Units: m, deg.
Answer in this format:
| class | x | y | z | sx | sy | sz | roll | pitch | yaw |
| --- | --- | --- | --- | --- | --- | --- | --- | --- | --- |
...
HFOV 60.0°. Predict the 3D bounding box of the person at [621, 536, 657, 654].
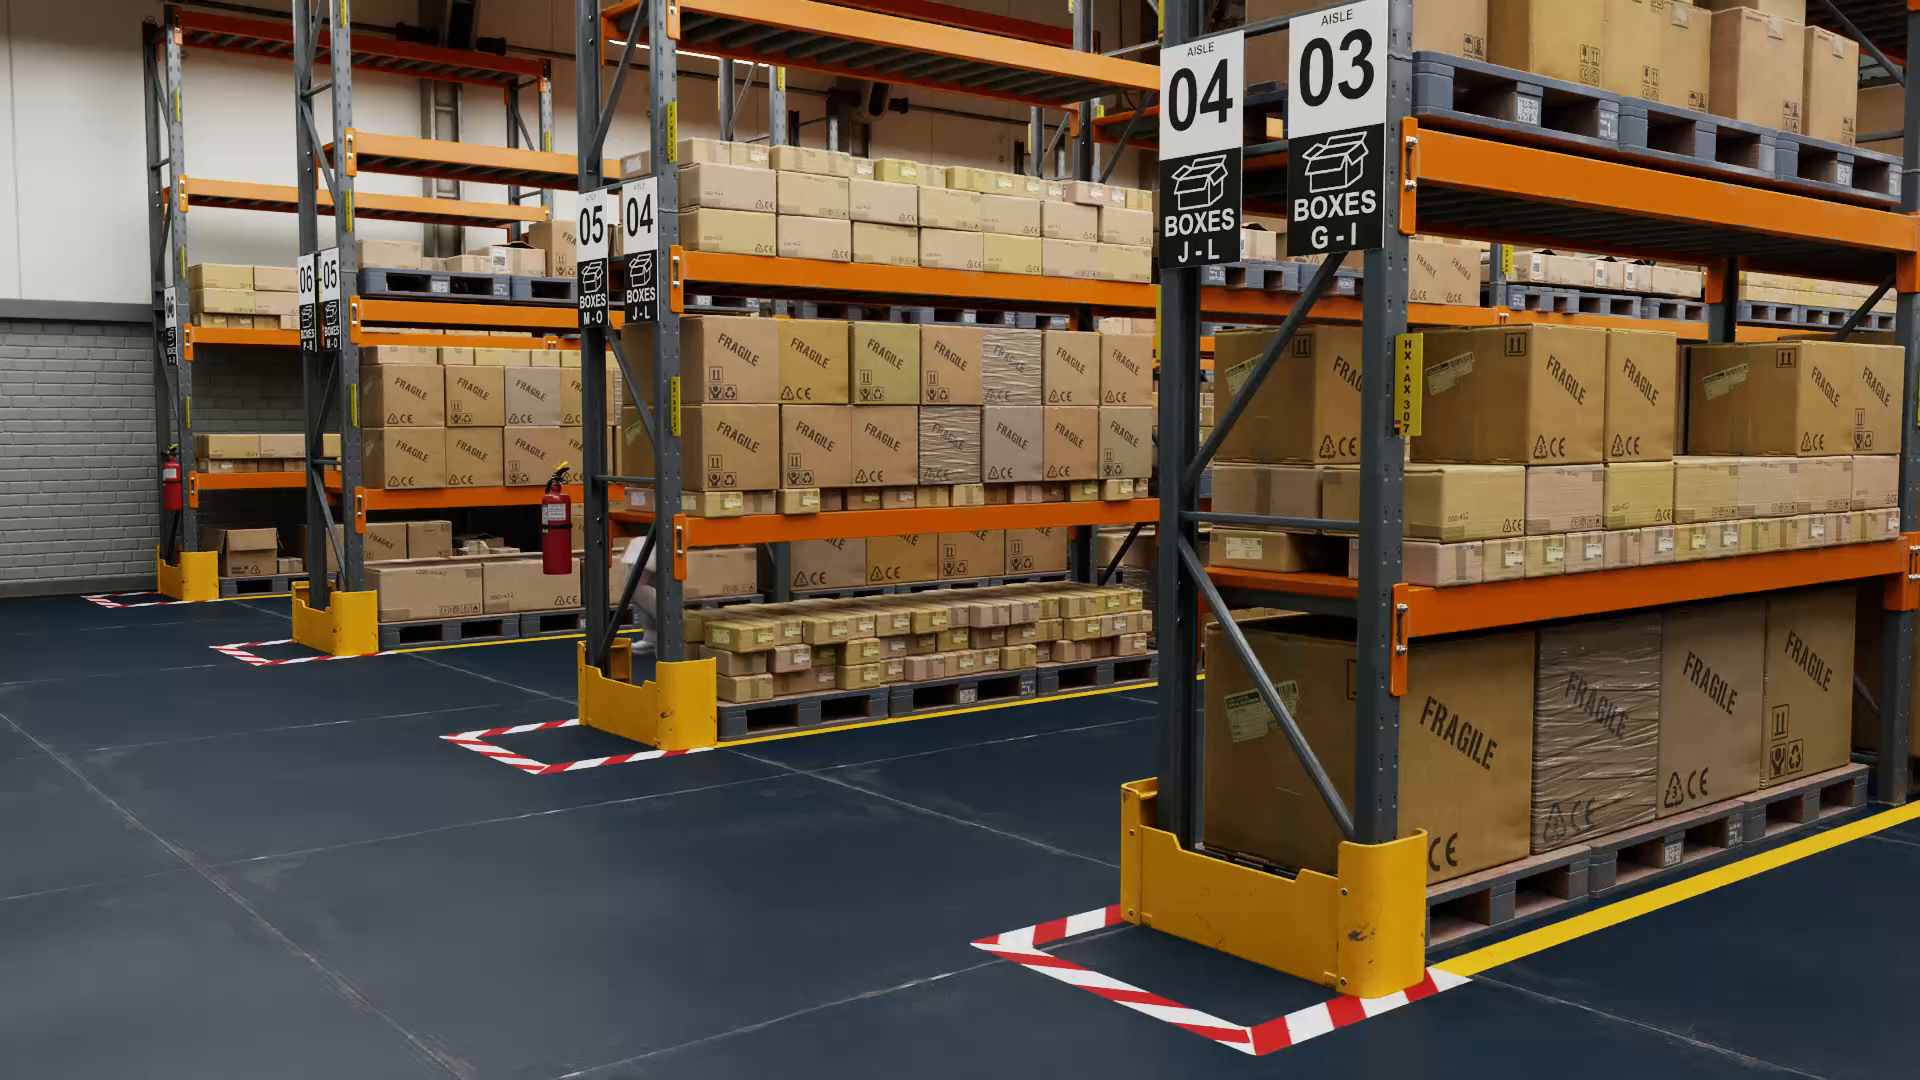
| class | x | y | z | sx | sy | sz | roll | pitch | yaw |
| --- | --- | --- | --- | --- | --- | --- | --- | --- | --- |
| person | -2.387 | 0.121 | 12.956 | 0.534 | 1.570 | 0.593 | -1 | 4 | -19 |
